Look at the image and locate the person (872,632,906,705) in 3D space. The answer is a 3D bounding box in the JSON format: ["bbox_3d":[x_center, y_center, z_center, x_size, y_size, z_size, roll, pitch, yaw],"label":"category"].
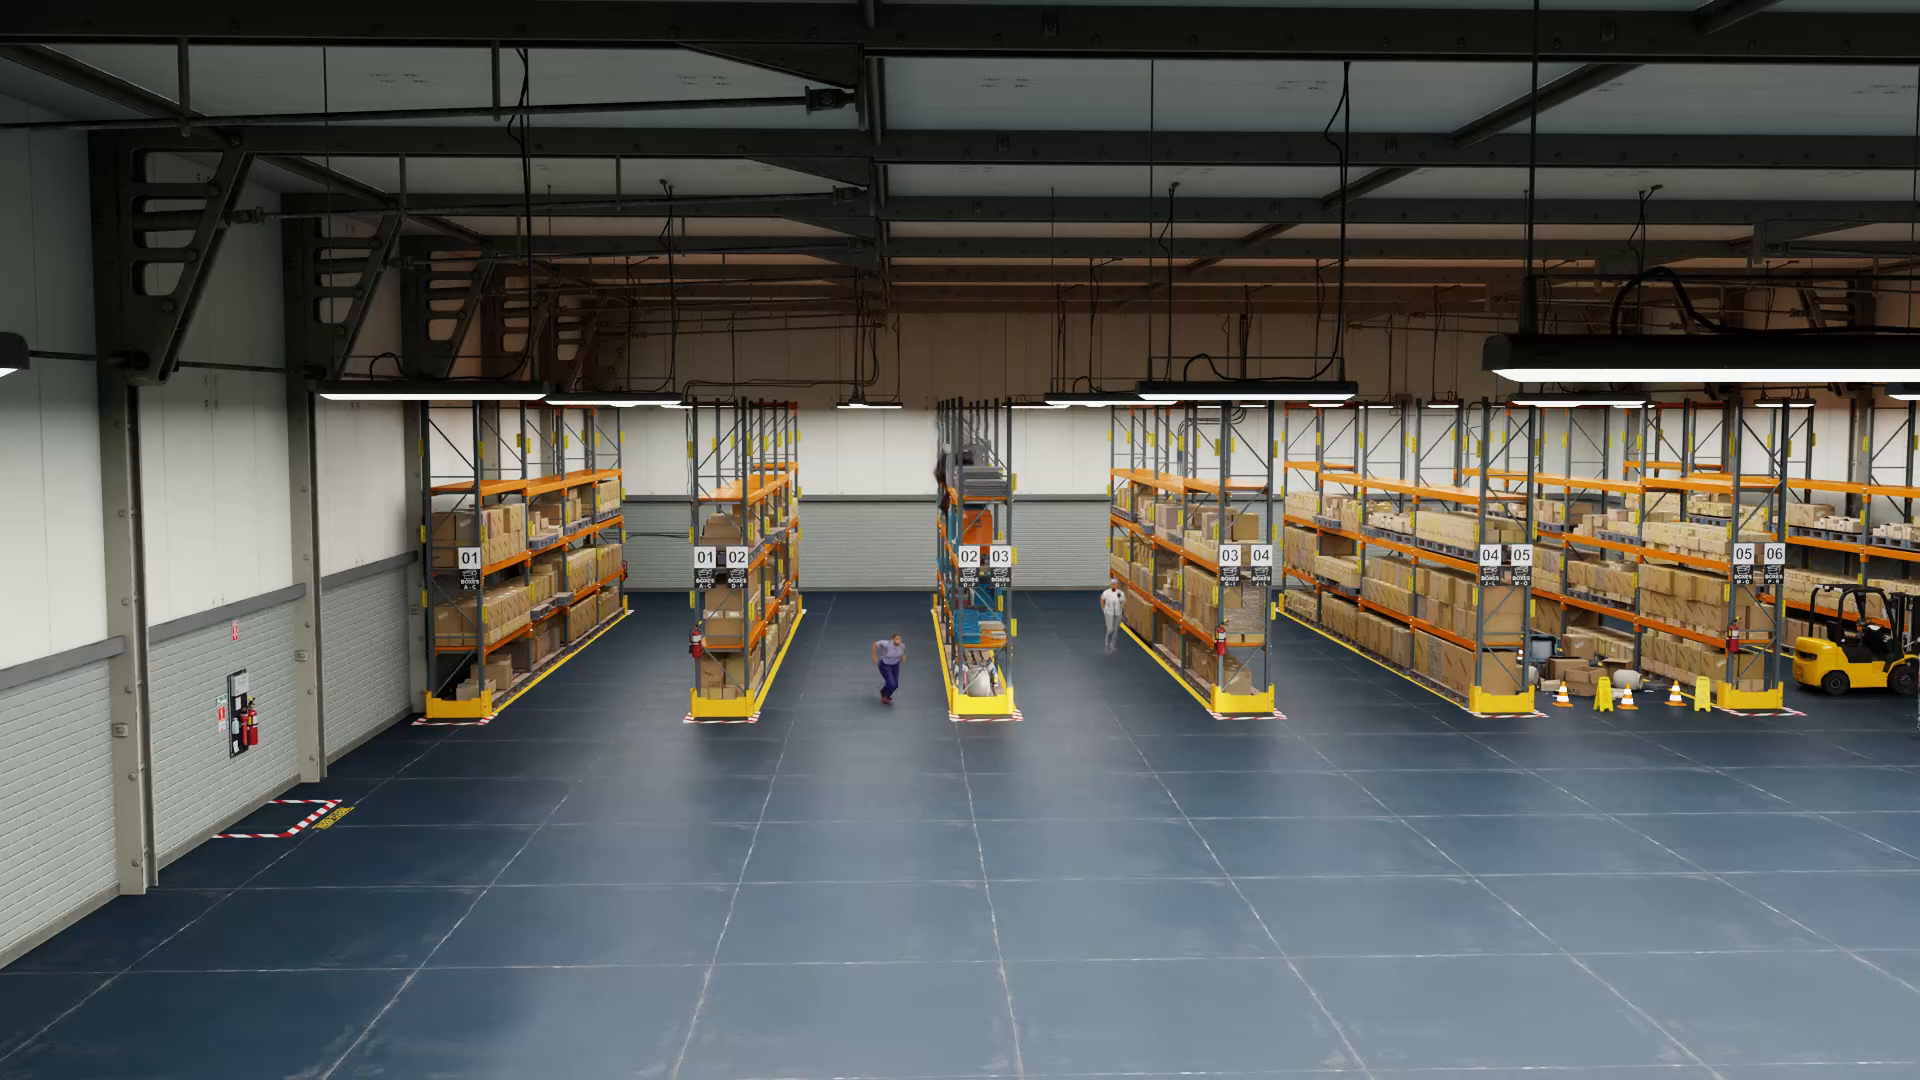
[{"bbox_3d":[-1.374,2.496,32.207,0.636,1.482,0.862,-3,5,-30],"label":"person"}]

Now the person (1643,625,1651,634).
[{"bbox_3d":[16.544,1.814,39.551,0.677,1.770,1.021,-1,4,-8],"label":"person"}]

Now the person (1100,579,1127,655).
[{"bbox_3d":[3.482,1.737,37.563,0.580,1.722,0.633,0,4,-4],"label":"person"}]
